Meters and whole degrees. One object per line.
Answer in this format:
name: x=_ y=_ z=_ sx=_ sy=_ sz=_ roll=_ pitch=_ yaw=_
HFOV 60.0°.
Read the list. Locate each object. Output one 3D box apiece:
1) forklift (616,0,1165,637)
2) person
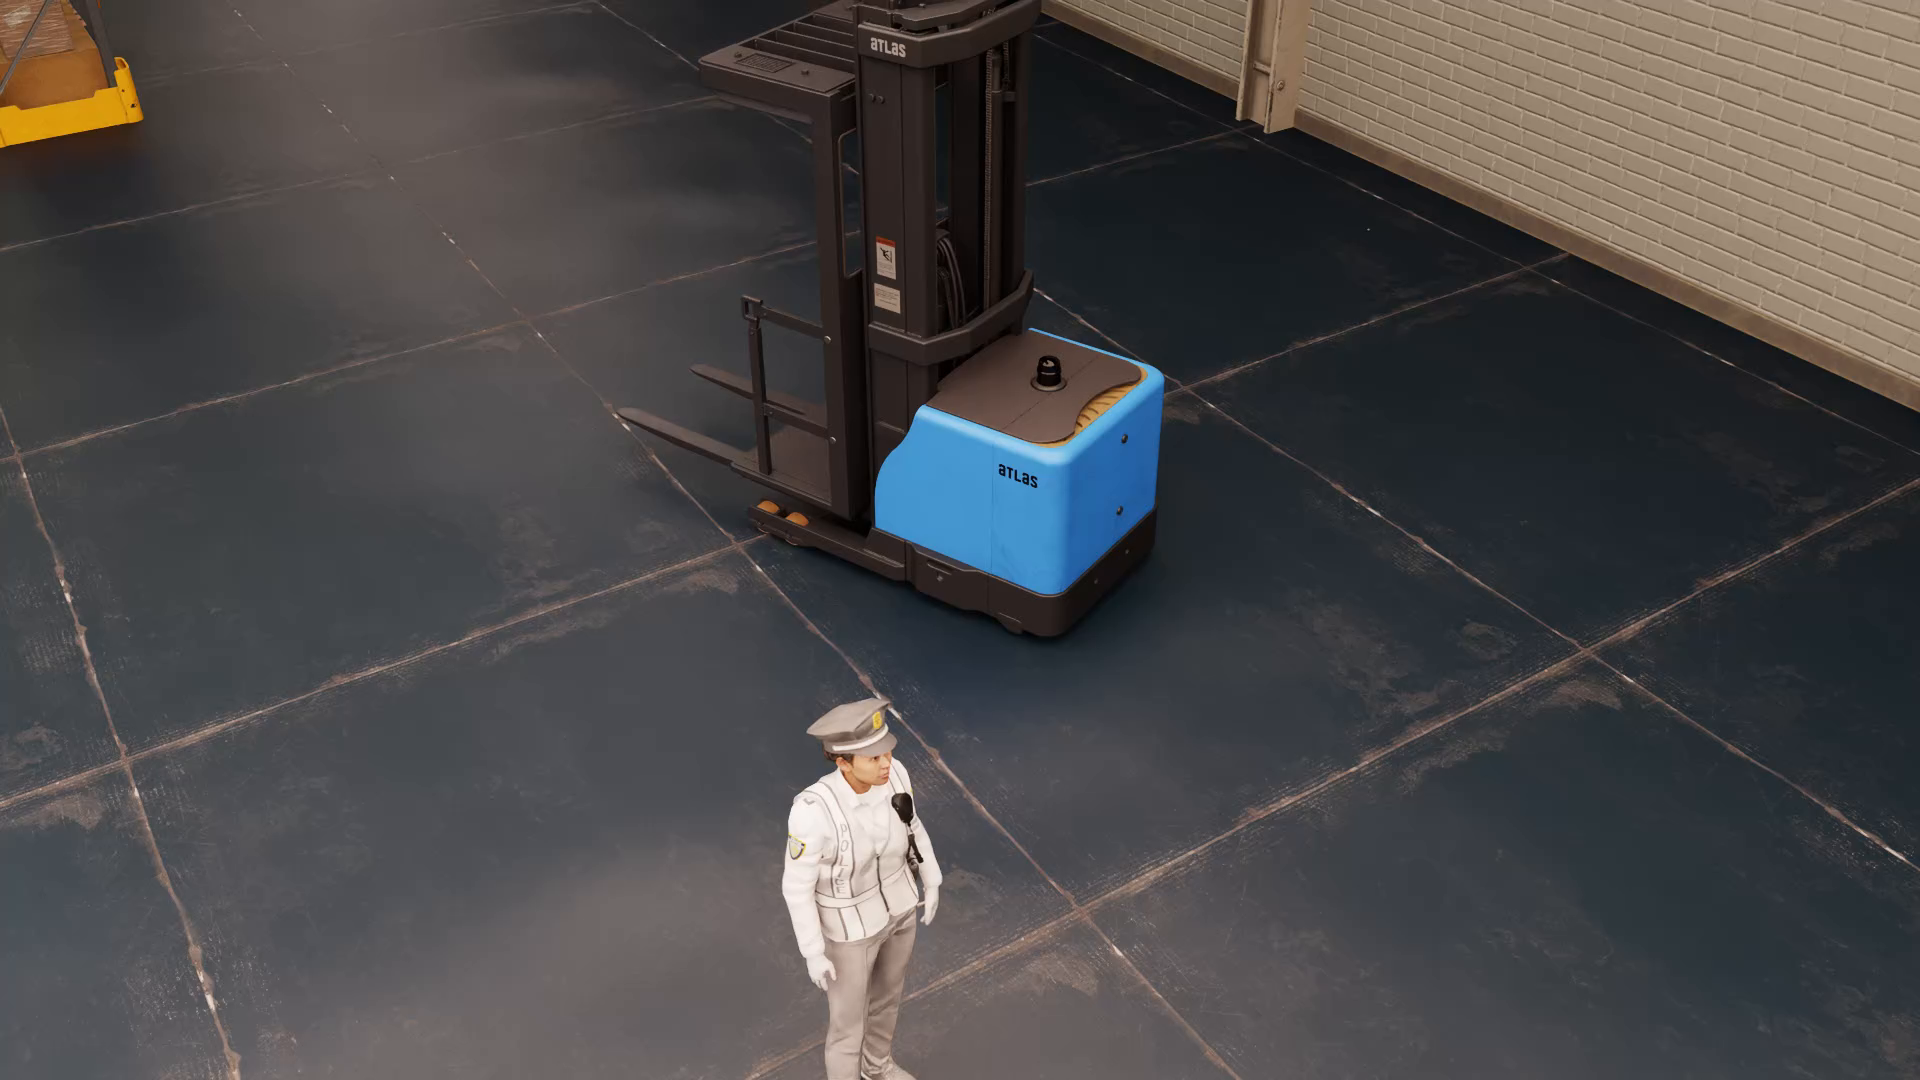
forklift: x=-0.500 y=-1.399 z=8.138 sx=3.031 sy=2.935 sz=1.130 roll=22 pitch=41 yaw=28
person: x=-0.264 y=1.258 z=5.420 sx=0.588 sy=1.696 sz=0.533 roll=-28 pitch=44 yaw=-34
